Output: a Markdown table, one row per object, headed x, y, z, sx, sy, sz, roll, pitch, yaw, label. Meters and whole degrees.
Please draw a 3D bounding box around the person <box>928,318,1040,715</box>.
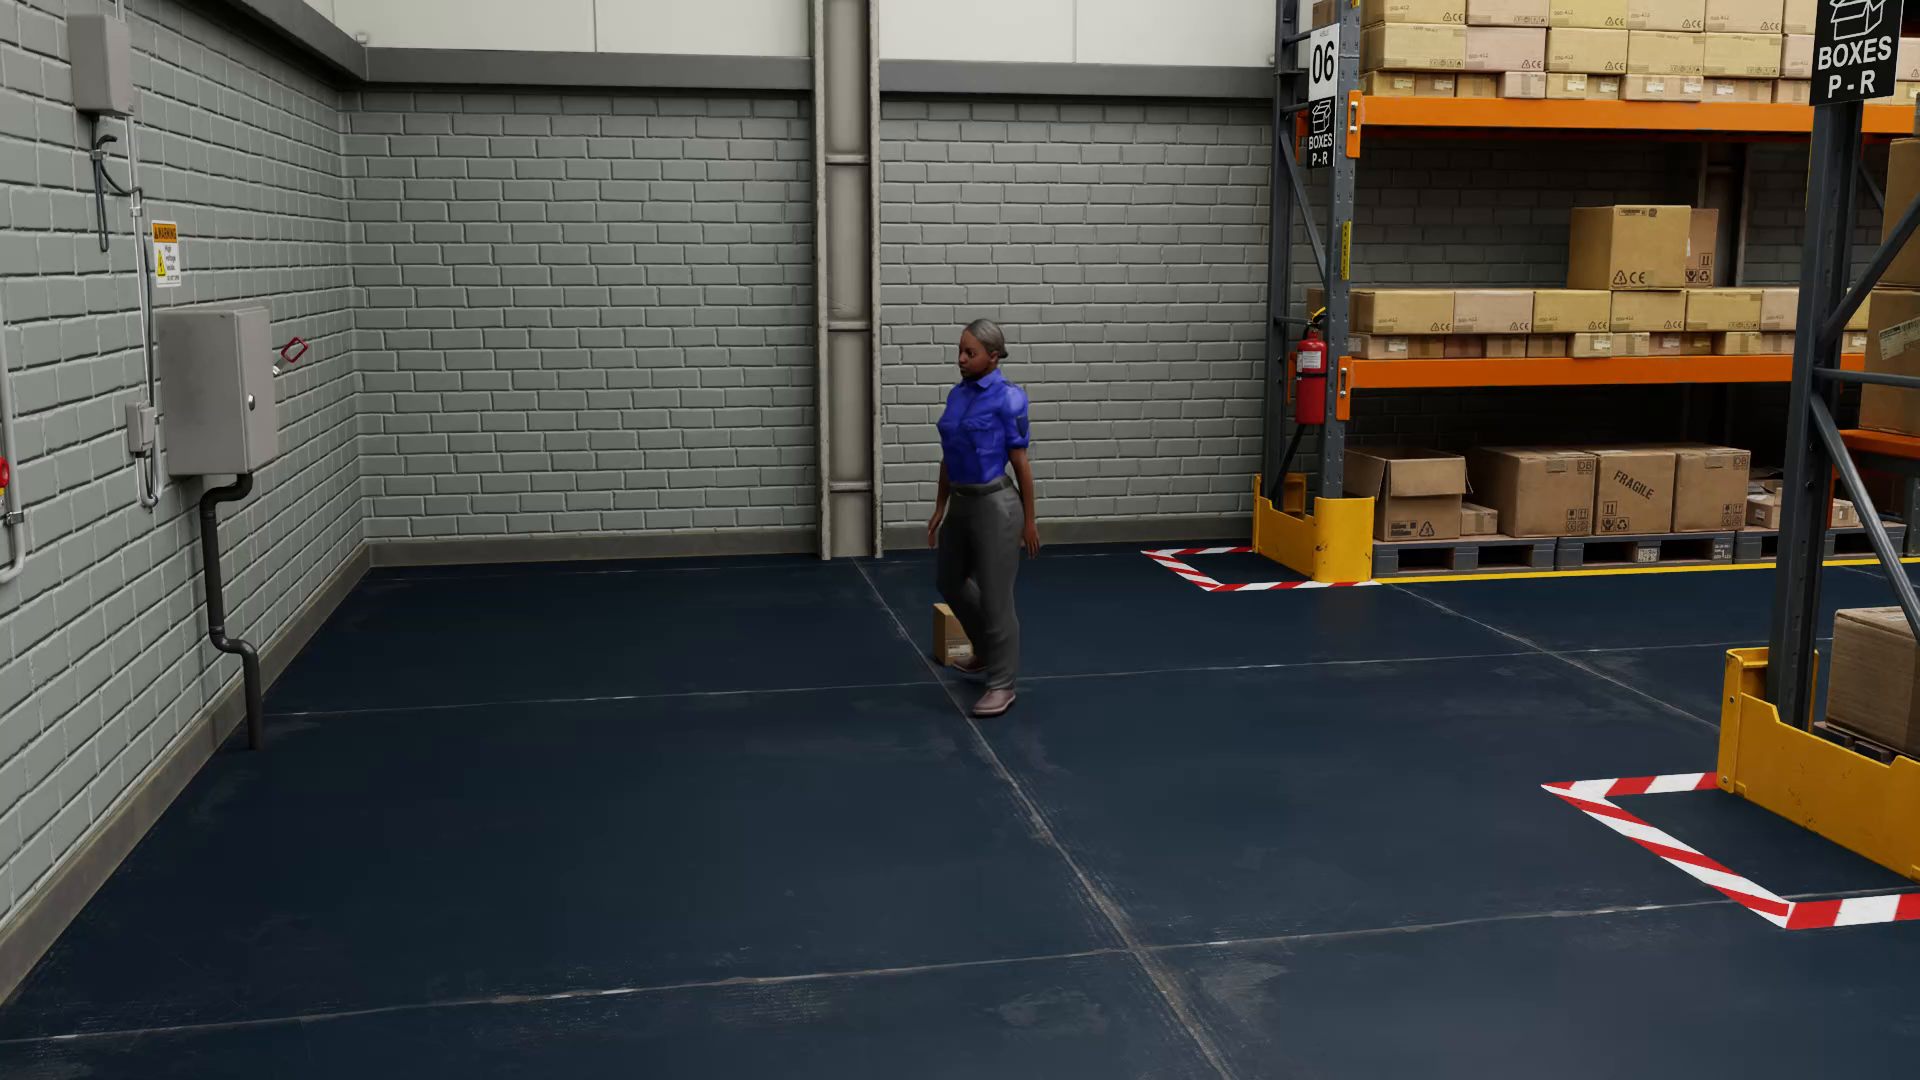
| x | y | z | sx | sy | sz | roll | pitch | yaw | label |
| --- | --- | --- | --- | --- | --- | --- | --- | --- | --- |
| 0.087 | -0.124 | 7.113 | 0.496 | 1.649 | 0.655 | -7 | 12 | -37 | person |
